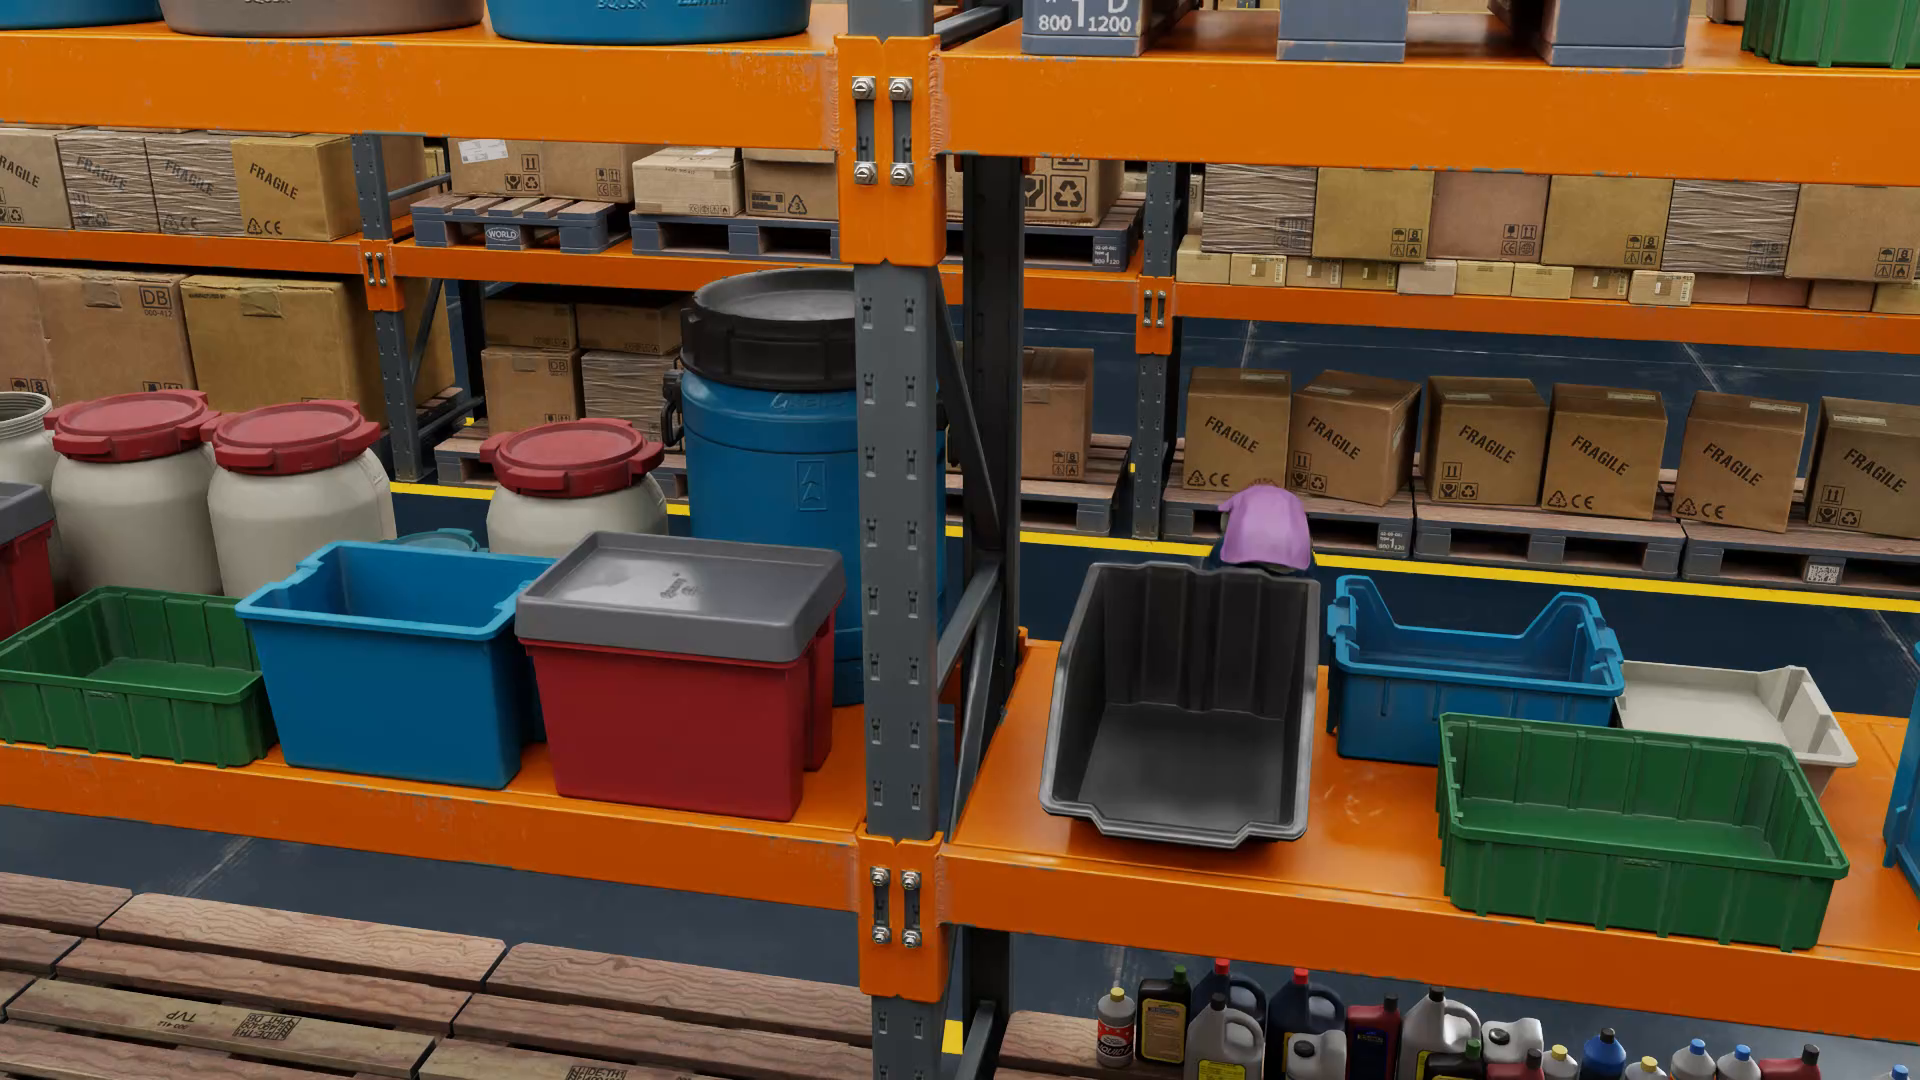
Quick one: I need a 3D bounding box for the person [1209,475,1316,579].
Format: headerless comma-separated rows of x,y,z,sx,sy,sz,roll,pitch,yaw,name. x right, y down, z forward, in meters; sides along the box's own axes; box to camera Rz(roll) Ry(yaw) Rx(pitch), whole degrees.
1.253,0.082,6.919,0.430,0.833,0.857,3,22,8,person
